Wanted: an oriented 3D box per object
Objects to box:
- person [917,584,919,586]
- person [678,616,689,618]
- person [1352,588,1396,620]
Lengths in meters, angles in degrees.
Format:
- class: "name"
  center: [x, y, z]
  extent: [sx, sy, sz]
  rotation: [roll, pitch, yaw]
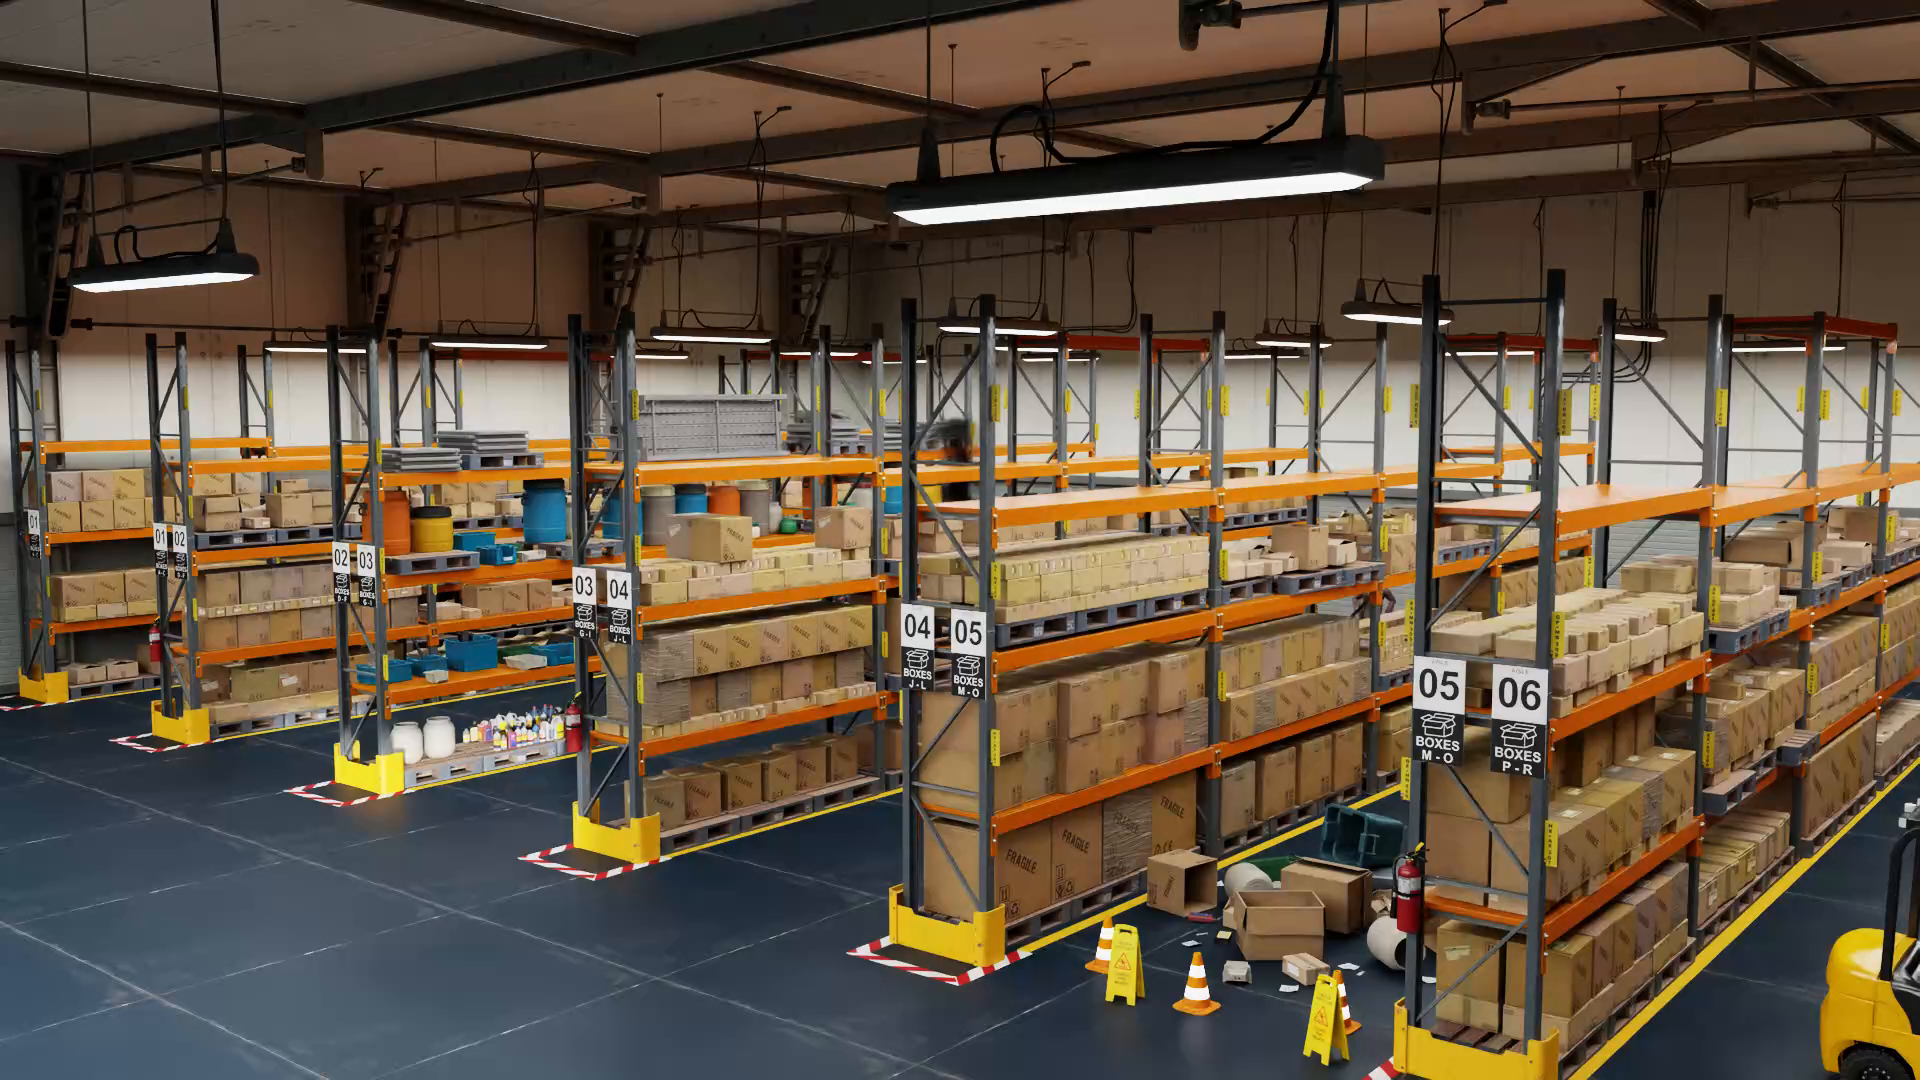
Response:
- class: "person"
  center: [-1.139, 0.812, 39.667]
  extent: [0.600, 1.647, 0.790]
  rotation: [-3, 6, -31]
- class: "person"
  center: [-4.880, 1.750, 28.226]
  extent: [0.696, 1.789, 0.720]
  rotation: [3, 6, 31]
- class: "person"
  center: [7.710, 1.502, 31.168]
  extent: [0.762, 1.805, 0.761]
  rotation: [5, 7, 41]
